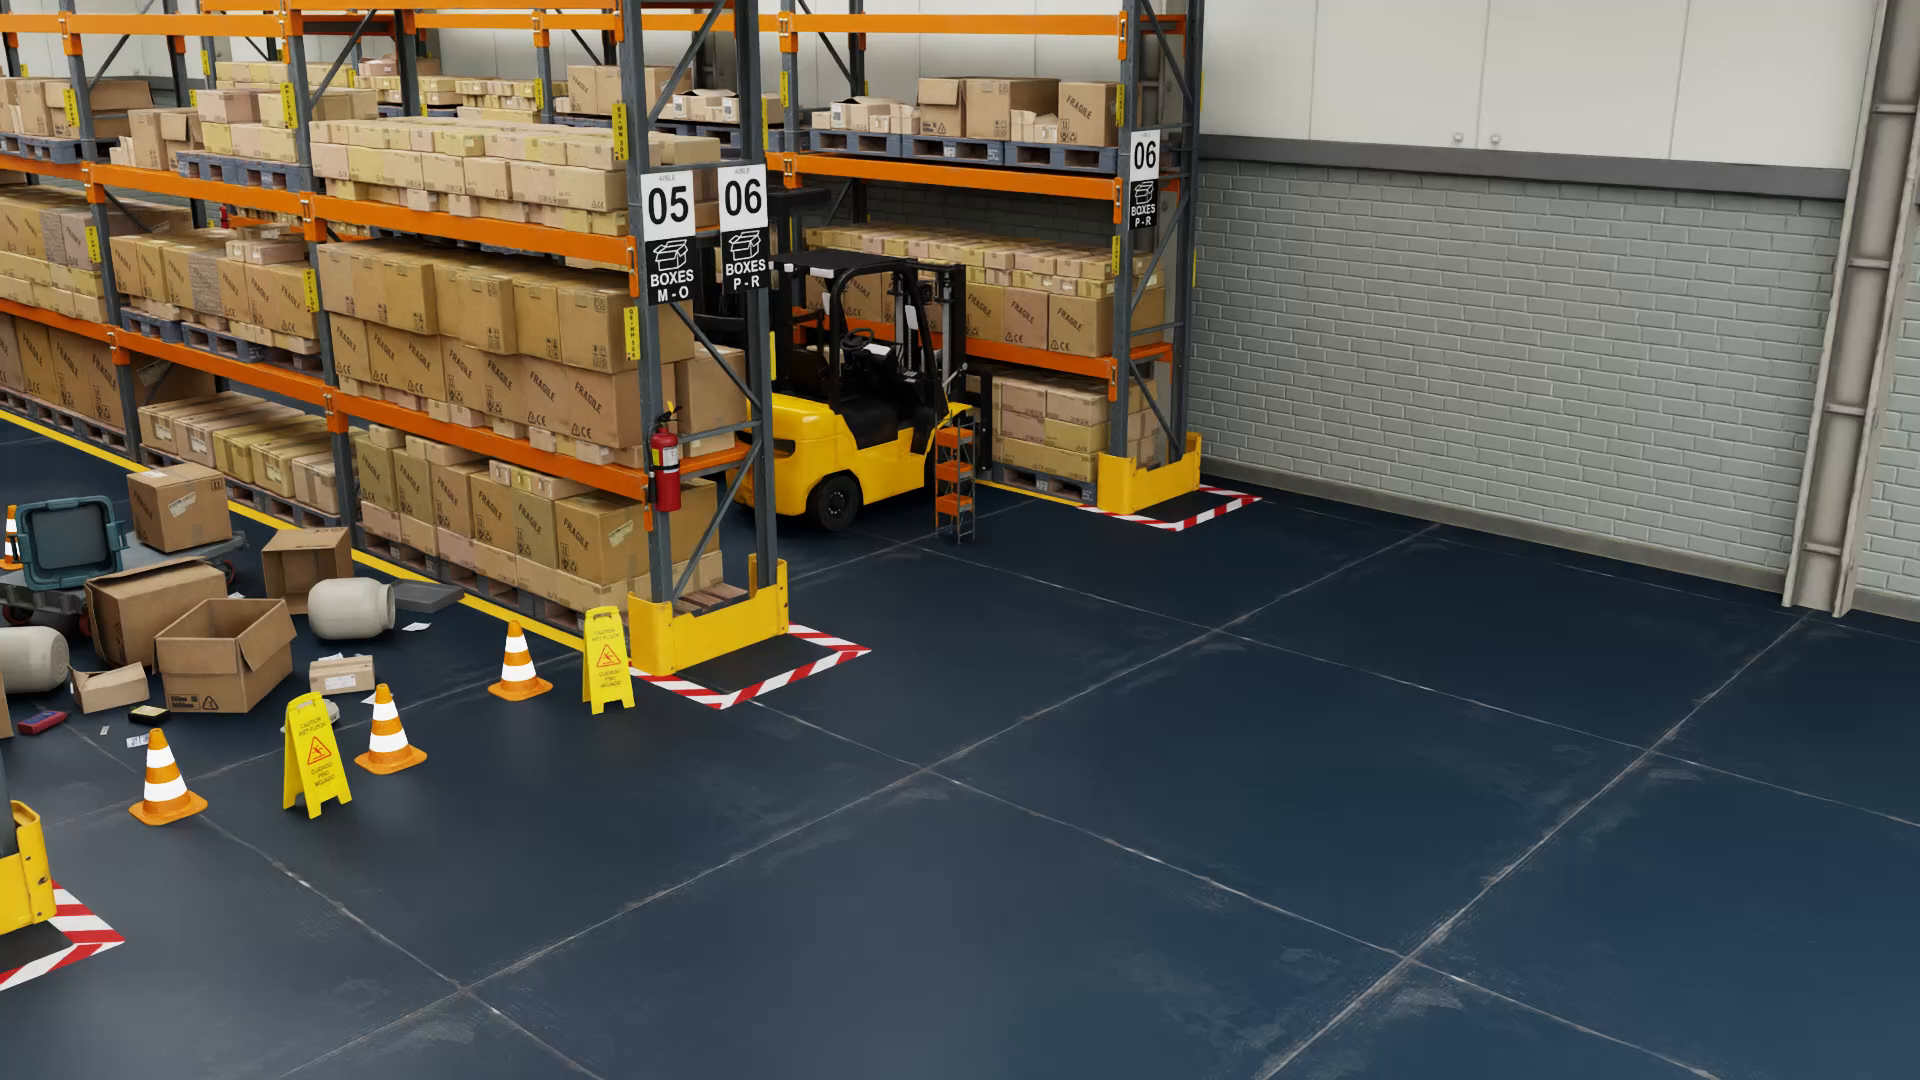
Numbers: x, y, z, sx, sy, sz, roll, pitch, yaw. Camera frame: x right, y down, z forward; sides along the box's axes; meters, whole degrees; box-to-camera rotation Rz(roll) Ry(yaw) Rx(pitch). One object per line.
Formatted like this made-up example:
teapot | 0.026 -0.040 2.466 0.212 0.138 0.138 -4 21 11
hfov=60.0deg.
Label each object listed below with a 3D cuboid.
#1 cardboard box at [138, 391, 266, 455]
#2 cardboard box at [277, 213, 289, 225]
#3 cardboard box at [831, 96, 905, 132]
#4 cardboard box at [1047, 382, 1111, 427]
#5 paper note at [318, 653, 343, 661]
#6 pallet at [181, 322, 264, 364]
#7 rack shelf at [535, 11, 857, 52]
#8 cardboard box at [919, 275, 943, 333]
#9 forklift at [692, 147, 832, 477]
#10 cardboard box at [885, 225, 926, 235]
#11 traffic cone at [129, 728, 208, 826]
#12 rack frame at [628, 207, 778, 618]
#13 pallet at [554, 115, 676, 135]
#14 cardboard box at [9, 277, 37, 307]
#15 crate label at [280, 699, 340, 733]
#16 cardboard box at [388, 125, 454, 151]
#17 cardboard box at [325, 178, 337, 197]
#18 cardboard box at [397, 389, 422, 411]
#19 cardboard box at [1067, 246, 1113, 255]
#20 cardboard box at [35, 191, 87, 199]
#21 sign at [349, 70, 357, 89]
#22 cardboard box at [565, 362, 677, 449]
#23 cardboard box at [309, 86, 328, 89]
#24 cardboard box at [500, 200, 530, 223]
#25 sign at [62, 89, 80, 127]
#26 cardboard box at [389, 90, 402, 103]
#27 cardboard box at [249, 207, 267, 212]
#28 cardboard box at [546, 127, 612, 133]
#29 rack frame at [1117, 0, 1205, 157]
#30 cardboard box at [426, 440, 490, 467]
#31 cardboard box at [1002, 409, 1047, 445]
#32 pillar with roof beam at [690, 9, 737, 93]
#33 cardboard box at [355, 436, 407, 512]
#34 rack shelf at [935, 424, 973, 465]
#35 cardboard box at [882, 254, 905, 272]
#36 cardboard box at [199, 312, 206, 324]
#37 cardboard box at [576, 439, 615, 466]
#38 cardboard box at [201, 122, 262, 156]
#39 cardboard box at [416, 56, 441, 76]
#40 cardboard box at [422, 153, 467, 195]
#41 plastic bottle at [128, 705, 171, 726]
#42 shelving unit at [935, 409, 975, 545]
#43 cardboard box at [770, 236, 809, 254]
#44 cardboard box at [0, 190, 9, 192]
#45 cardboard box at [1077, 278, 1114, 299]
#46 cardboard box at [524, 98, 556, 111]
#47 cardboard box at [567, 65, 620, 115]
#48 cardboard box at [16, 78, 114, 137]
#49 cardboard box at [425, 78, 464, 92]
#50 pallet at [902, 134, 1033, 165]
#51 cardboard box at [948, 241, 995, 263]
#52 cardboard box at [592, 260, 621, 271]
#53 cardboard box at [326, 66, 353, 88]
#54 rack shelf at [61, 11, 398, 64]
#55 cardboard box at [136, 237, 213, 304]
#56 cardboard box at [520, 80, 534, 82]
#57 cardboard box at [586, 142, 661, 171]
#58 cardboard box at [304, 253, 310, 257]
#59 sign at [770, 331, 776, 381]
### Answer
cardboard box | -7.195 -1.123 15.842 0.625 0.372 0.950 13 22 36
cardboard box | -9.308 -4.504 23.259 0.250 0.149 0.380 14 22 38
cardboard box | -0.867 -4.025 15.664 0.500 0.311 0.500 16 23 40
cardboard box | 1.113 -1.197 14.623 0.500 0.250 0.500 16 24 41
paper note | -4.192 0.792 11.086 0.148 0.019 0.142 -9 20 -27
pallet | -6.103 -1.812 14.679 1.213 0.211 1.003 15 23 39
rack shelf | -2.823 -5.339 17.410 4.000 0.370 1.077 15 23 39
cardboard box | -0.027 -2.203 15.431 0.500 0.500 0.500 15 23 40
forklift | -1.925 -2.371 16.238 1.130 2.935 3.031 12 21 33
cardboard box | -0.521 -3.005 16.392 0.250 0.149 0.380 15 23 39
traffic cone | -4.292 1.236 8.951 0.334 0.463 0.336 15 23 39
rack frame | -1.628 -0.685 10.812 0.127 3.000 1.000 15 23 39
pallet | -3.752 -4.639 18.623 1.003 0.211 1.213 16 24 42
cardboard box | -9.320 -2.562 16.975 0.500 0.250 0.500 15 23 38
crate label | -3.917 1.060 10.044 0.298 0.136 0.250 4 18 11
cardboard box | -3.797 -2.843 11.750 0.250 0.149 0.380 14 22 37
cardboard box | -4.548 -2.679 12.551 0.250 0.149 0.380 15 23 38
cardboard box | -3.993 -1.090 12.502 0.250 0.149 0.380 16 24 41
cardboard box | 1.175 -2.533 14.906 0.250 0.149 0.380 16 23 40
cardboard box | -9.344 -3.377 17.477 0.500 0.500 0.500 16 24 41
sign | -7.665 -5.770 21.021 0.005 0.325 0.100 15 23 39
cardboard box | -2.216 -0.921 10.898 0.500 0.500 0.500 15 23 38
cardboard box | -8.234 -5.860 21.917 0.500 0.250 0.500 14 22 37
cardboard box | -2.827 -2.212 11.080 0.250 0.149 0.380 15 23 39
sign | -7.986 -3.881 14.938 0.005 0.325 0.100 15 23 39
cardboard box | -6.794 -5.467 20.478 0.250 0.149 0.380 15 23 40
cardboard box | -9.765 -4.838 23.655 0.500 0.250 0.500 15 23 40
cardboard box | -2.632 -2.770 11.520 0.250 0.149 0.380 16 24 41
rack frame | 1.664 -4.668 13.445 0.127 3.000 1.000 15 23 39
cardboard box | -3.715 -0.670 12.303 0.250 0.149 0.380 17 24 42
cardboard box | 0.725 -1.067 15.039 0.500 0.250 0.500 15 23 39
pillar with roof beam | -5.603 -5.243 15.255 0.400 9.000 9.100 15 23 39
cardboard box | -4.357 -0.556 13.015 0.500 0.500 0.500 16 24 42
rack shelf | -0.040 -0.772 13.404 0.240 0.259 0.215 15 23 39
cardboard box | -0.525 -2.628 15.697 0.250 0.149 0.380 15 23 39
cardboard box | -6.467 -1.996 14.664 0.250 0.149 0.380 16 24 41
cardboard box | -2.312 -0.618 11.015 0.250 0.149 0.380 15 23 39
cardboard box | -5.908 -3.336 13.761 0.500 0.250 0.500 15 23 40
cardboard box | -6.817 -6.024 21.054 0.258 0.266 0.396 15 23 39
cardboard box | -3.335 -2.532 11.429 0.500 0.250 0.500 15 23 40
plastic bottle | -4.974 1.066 10.151 0.283 0.061 0.133 7 19 21
shelving unit | -0.040 -0.511 13.487 0.252 1.050 0.215 15 23 39
cardboard box | -1.730 -2.987 16.828 0.250 0.149 0.380 16 24 41
cardboard box | -10.465 -3.465 17.754 0.500 0.500 0.500 15 23 40
cardboard box | 1.219 -2.172 14.259 0.250 0.149 0.380 15 23 40
cardboard box | -4.744 -4.980 18.975 0.250 0.149 0.380 16 23 40
cardboard box | -3.939 -4.940 18.234 0.500 0.500 0.500 15 23 40
cardboard box | -8.478 -4.125 15.831 0.500 0.500 0.700 14 22 37
cardboard box | -6.188 -5.463 19.971 0.250 0.149 0.380 15 23 40
pallet | 0.236 -3.589 15.150 1.213 0.211 1.003 15 23 39
cardboard box | 0.105 -2.638 15.237 0.250 0.149 0.380 15 23 40
cardboard box | -3.777 -3.097 18.660 0.500 0.250 0.500 14 23 38
cardboard box | -7.848 -6.003 21.541 0.500 0.250 0.500 15 23 39
rack shelf | -6.115 -4.216 13.869 4.000 0.370 1.077 15 23 39
cardboard box | -7.034 -2.435 14.975 0.500 0.500 0.500 17 24 42
cardboard box | -4.999 -5.391 19.779 0.250 0.149 0.380 16 24 41
cardboard box | -2.077 -2.376 10.279 0.250 0.149 0.380 15 23 40
cardboard box | -5.515 -2.240 14.359 0.500 0.500 0.500 15 23 39
sign | -1.268 -1.220 11.067 0.005 0.325 0.100 15 23 39
